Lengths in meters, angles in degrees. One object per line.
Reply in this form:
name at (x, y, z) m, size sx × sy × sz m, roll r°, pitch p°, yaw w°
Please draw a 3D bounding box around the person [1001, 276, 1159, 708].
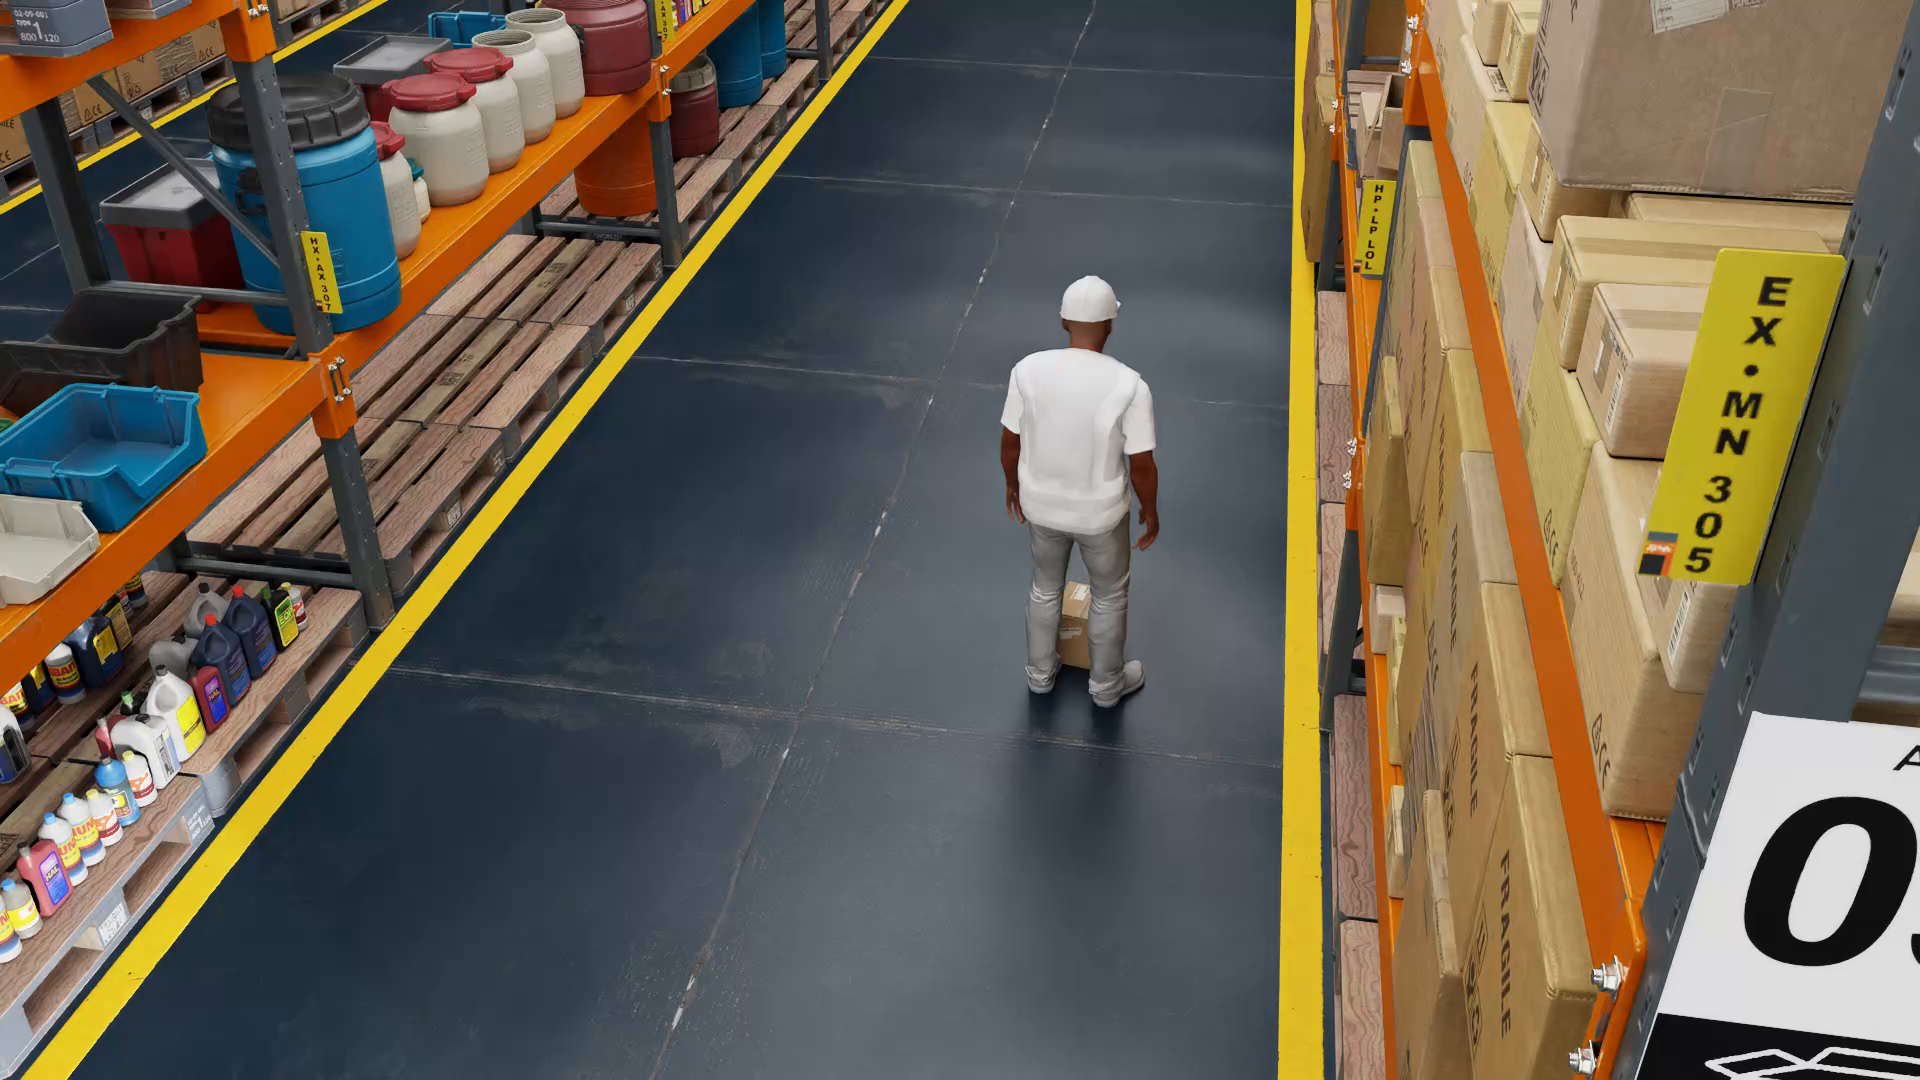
person at (0.463, -0.158, 6.372) m, size 0.626 × 1.760 × 0.461 m, roll 13°, pitch 34°, yaw 19°
